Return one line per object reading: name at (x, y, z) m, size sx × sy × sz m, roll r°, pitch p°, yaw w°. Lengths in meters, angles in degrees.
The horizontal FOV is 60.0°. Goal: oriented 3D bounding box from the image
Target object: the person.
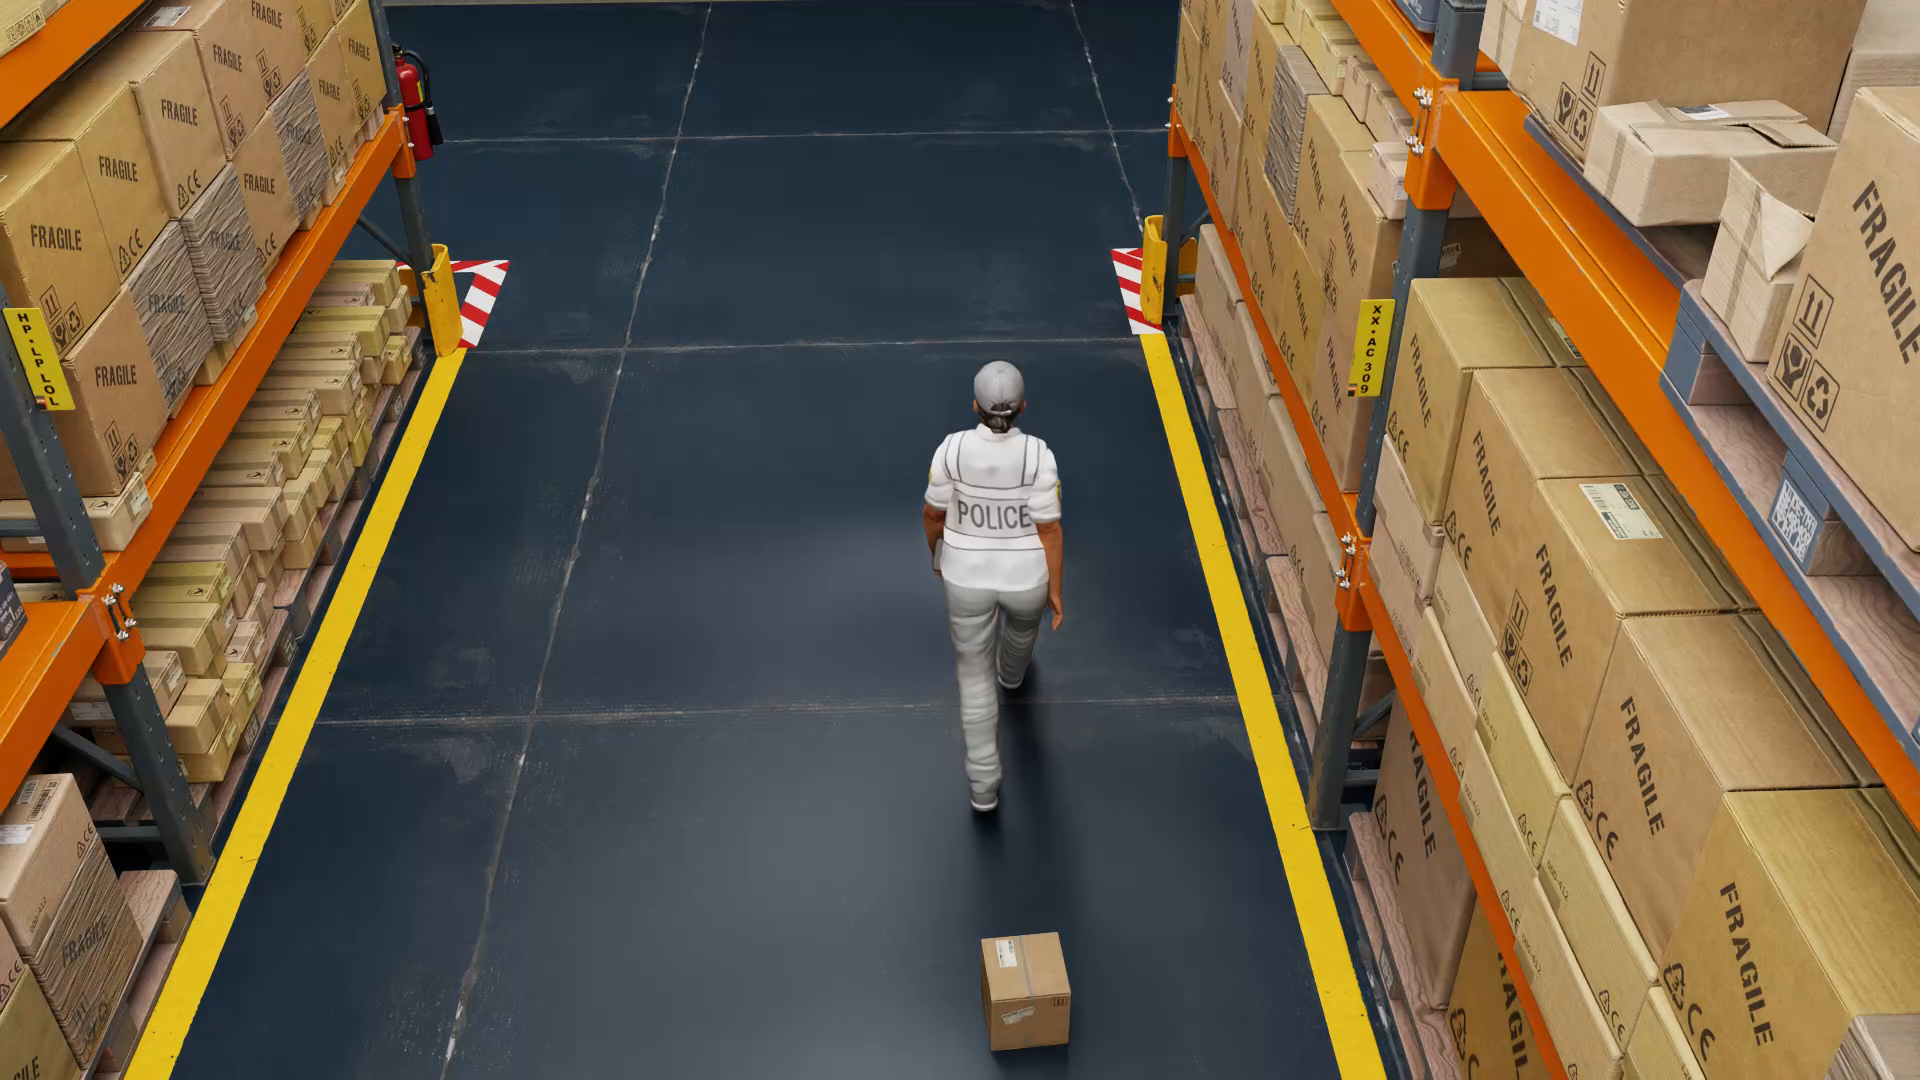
person at (0.118, 0.084, 6.037) m, size 0.499 × 1.590 × 1.029 m, roll -1°, pitch 35°, yaw -1°
